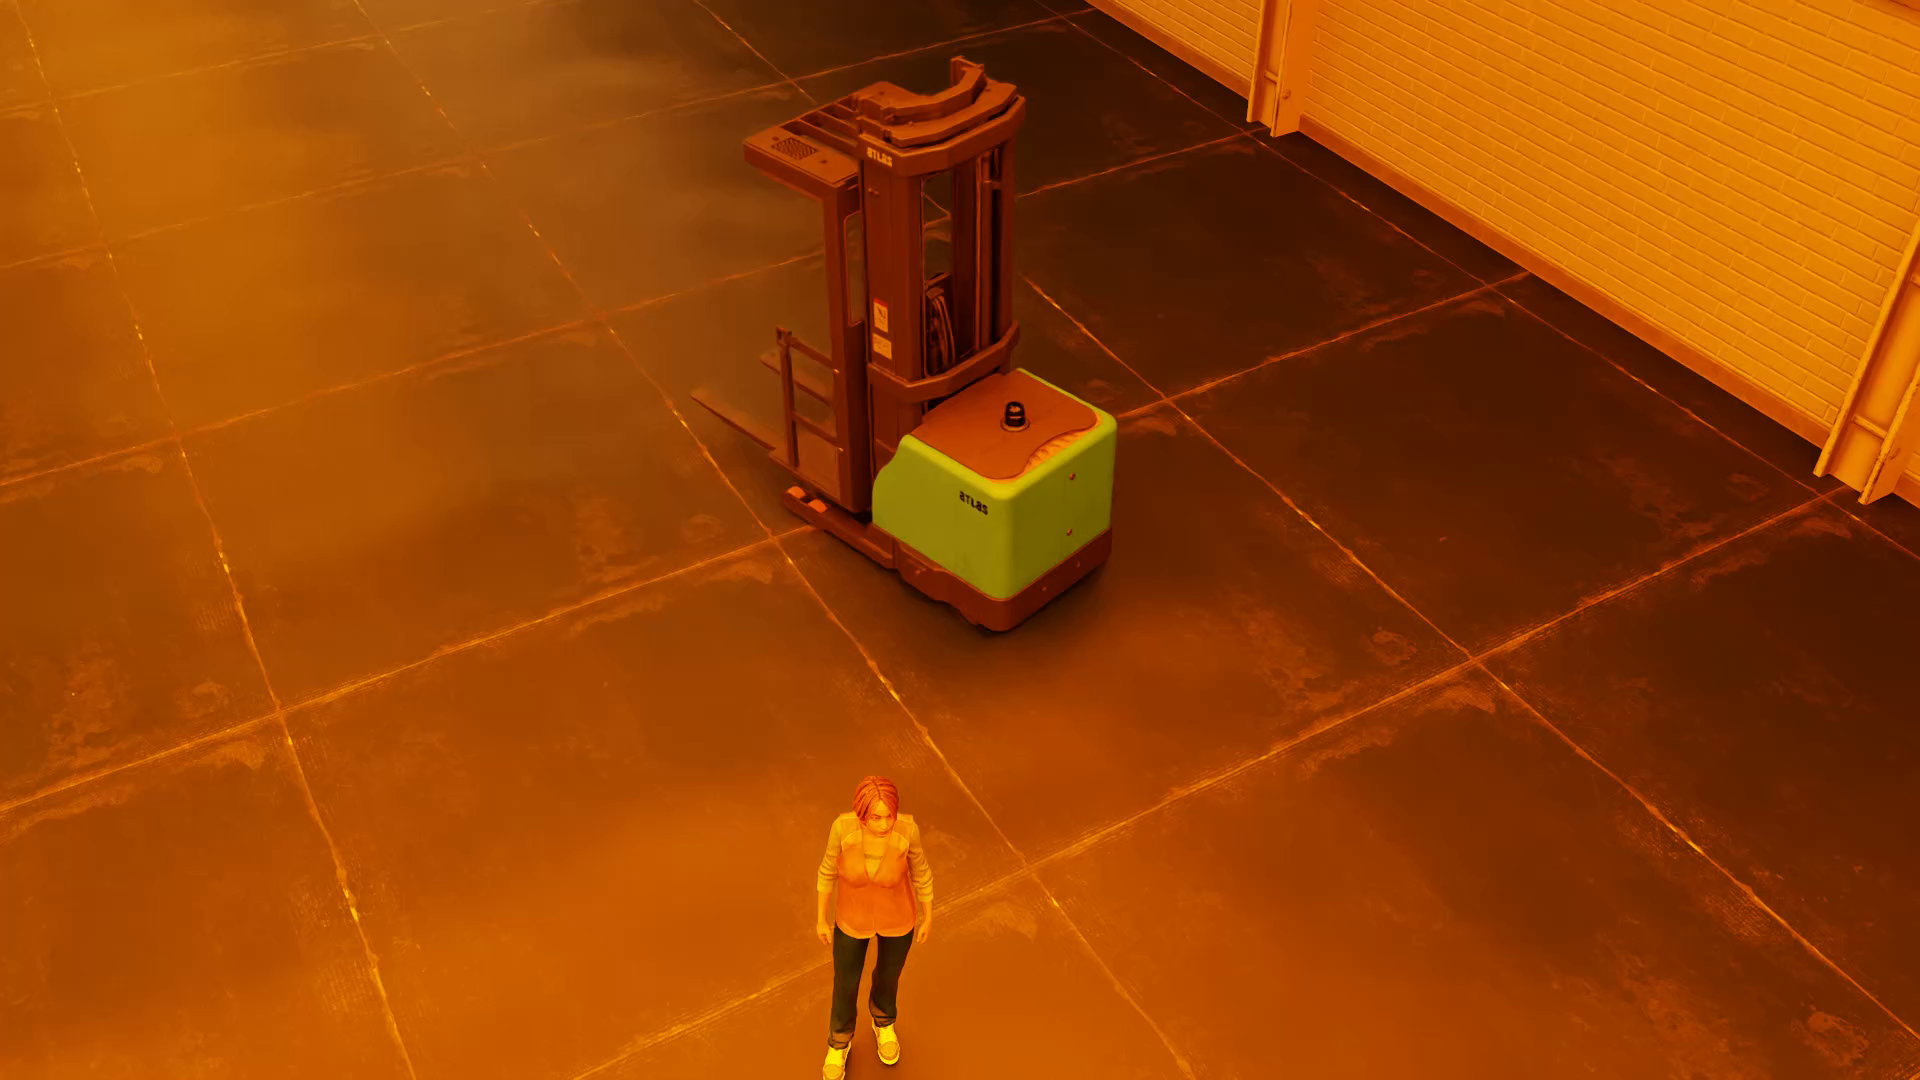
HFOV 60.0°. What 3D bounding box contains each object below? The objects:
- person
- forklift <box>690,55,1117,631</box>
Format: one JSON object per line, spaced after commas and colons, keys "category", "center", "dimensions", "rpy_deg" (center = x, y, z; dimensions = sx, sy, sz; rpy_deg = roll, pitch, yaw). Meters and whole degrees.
{"category": "person", "center": [-0.366, 1.672, 7.065], "dimensions": [0.519, 1.584, 0.473], "rpy_deg": [-3, 40, -3]}
{"category": "forklift", "center": [-0.497, -1.428, 9.757], "dimensions": [3.031, 2.935, 1.130], "rpy_deg": [32, 49, 32]}
